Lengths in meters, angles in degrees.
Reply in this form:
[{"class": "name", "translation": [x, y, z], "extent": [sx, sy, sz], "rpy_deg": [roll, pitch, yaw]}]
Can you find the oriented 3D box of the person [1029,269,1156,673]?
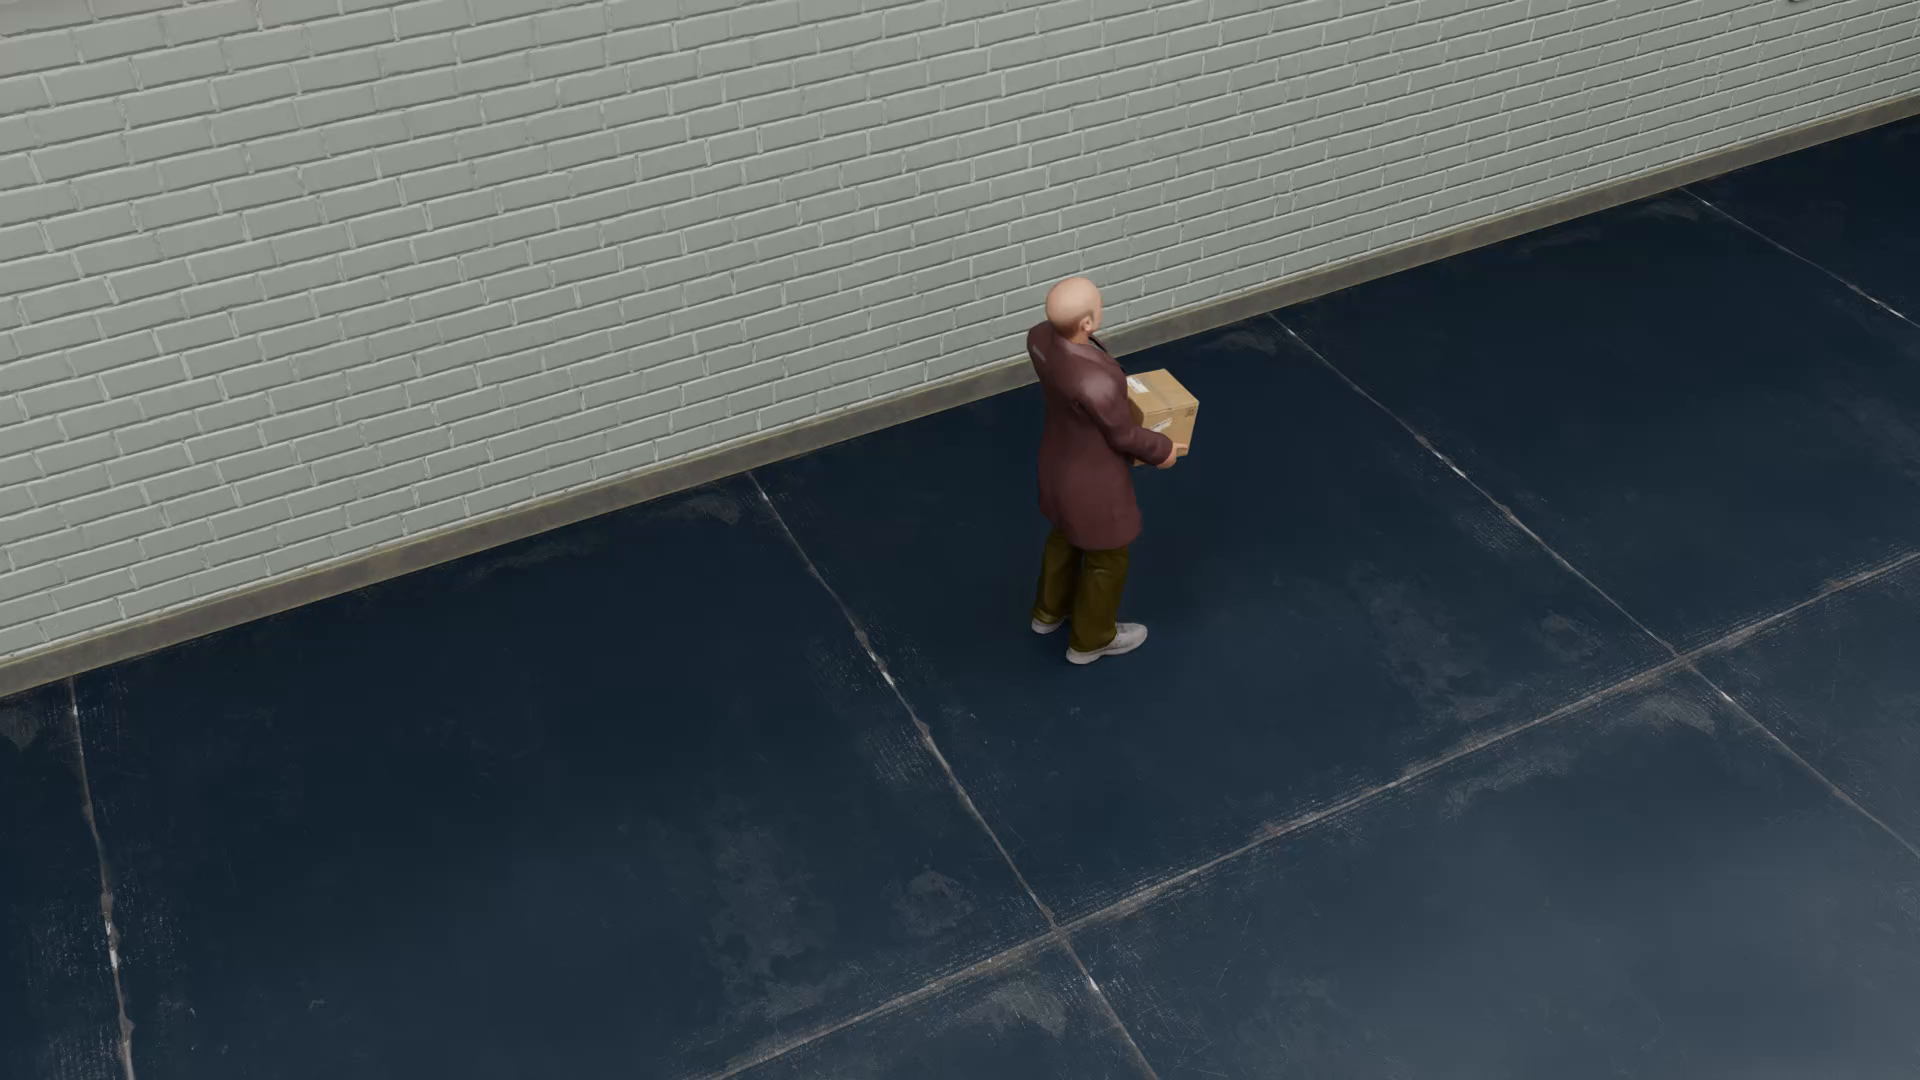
[{"class": "person", "translation": [0.500, -0.272, 6.480], "extent": [0.430, 1.781, 0.581], "rpy_deg": [-20, 44, -21]}]
